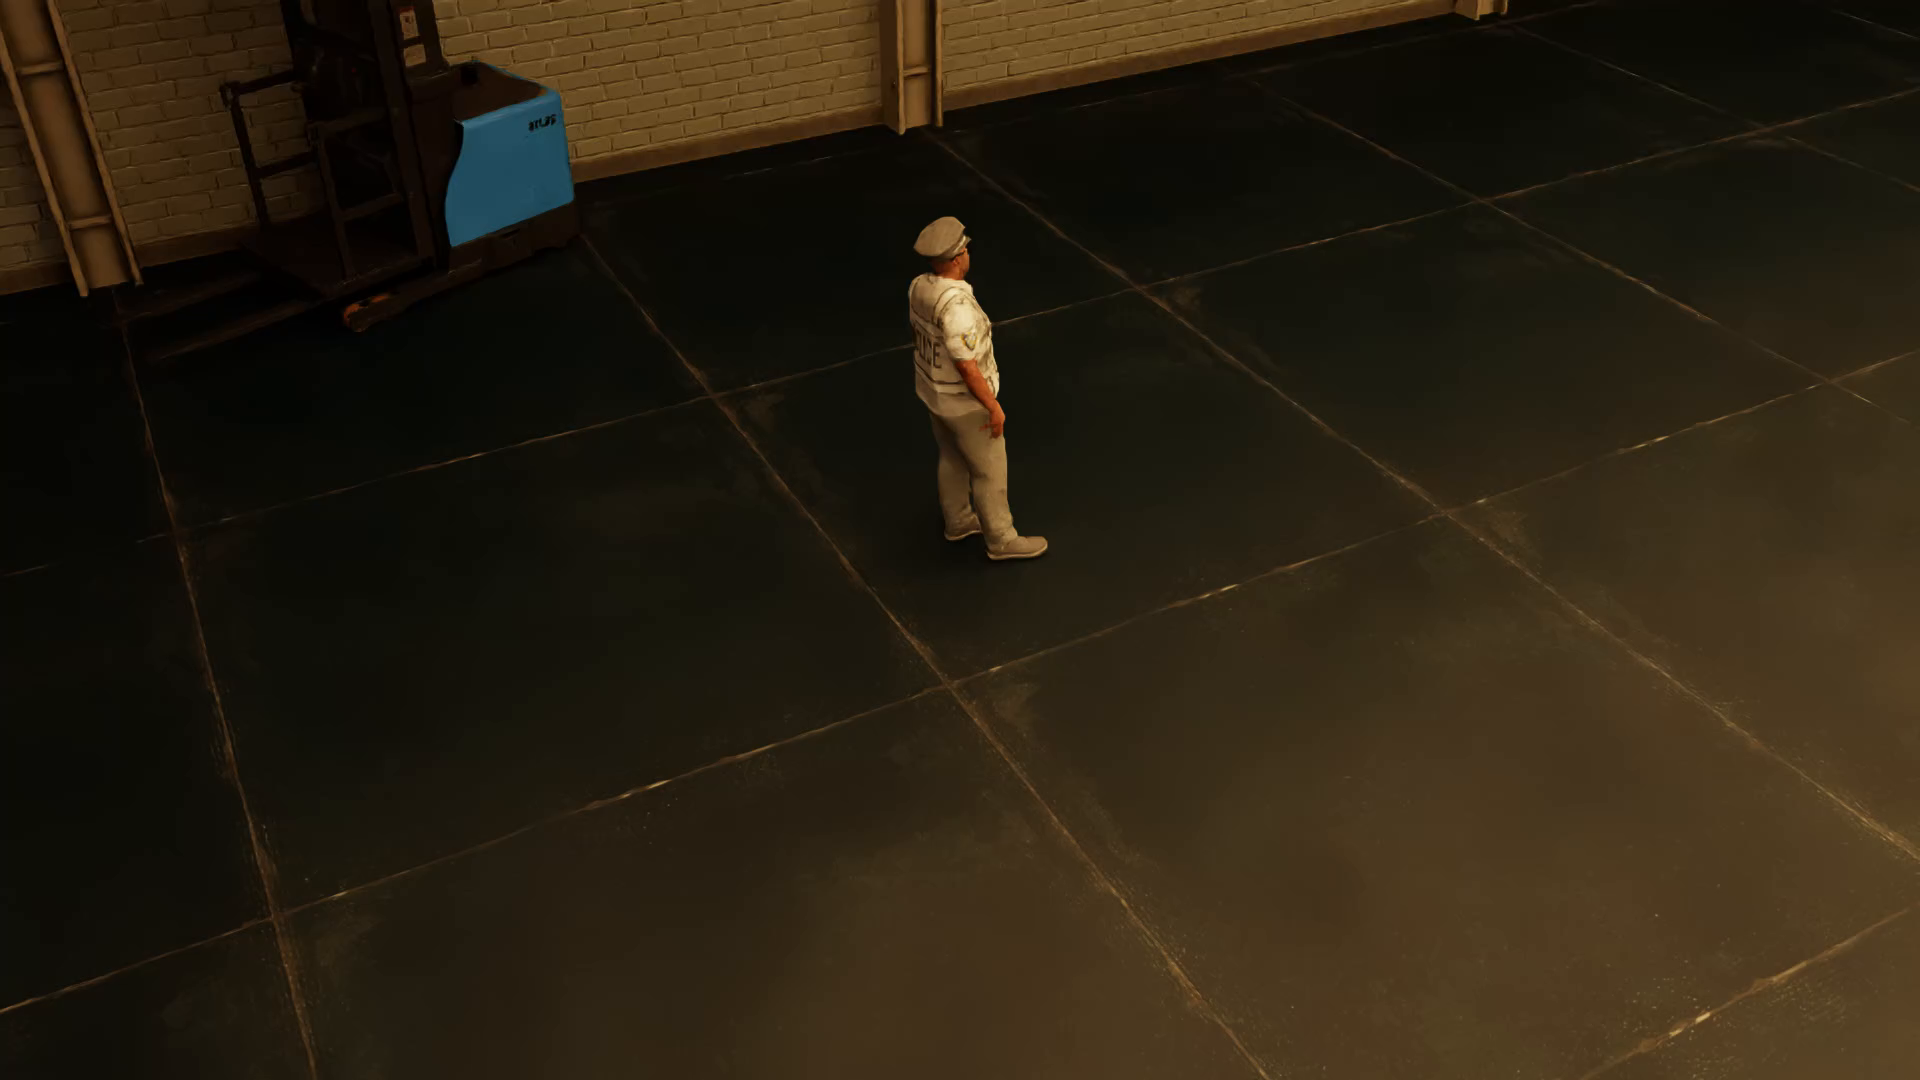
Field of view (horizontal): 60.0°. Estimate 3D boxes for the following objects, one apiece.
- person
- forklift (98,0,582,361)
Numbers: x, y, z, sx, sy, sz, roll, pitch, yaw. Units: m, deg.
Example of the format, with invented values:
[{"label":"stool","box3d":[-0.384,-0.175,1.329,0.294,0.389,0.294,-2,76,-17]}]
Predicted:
[{"label":"person","box3d":[0.074,-0.749,8.165,0.574,1.781,0.640,-17,39,-23]},{"label":"forklift","box3d":[-3.993,-2.846,10.149,1.130,2.935,3.031,27,44,33]}]
